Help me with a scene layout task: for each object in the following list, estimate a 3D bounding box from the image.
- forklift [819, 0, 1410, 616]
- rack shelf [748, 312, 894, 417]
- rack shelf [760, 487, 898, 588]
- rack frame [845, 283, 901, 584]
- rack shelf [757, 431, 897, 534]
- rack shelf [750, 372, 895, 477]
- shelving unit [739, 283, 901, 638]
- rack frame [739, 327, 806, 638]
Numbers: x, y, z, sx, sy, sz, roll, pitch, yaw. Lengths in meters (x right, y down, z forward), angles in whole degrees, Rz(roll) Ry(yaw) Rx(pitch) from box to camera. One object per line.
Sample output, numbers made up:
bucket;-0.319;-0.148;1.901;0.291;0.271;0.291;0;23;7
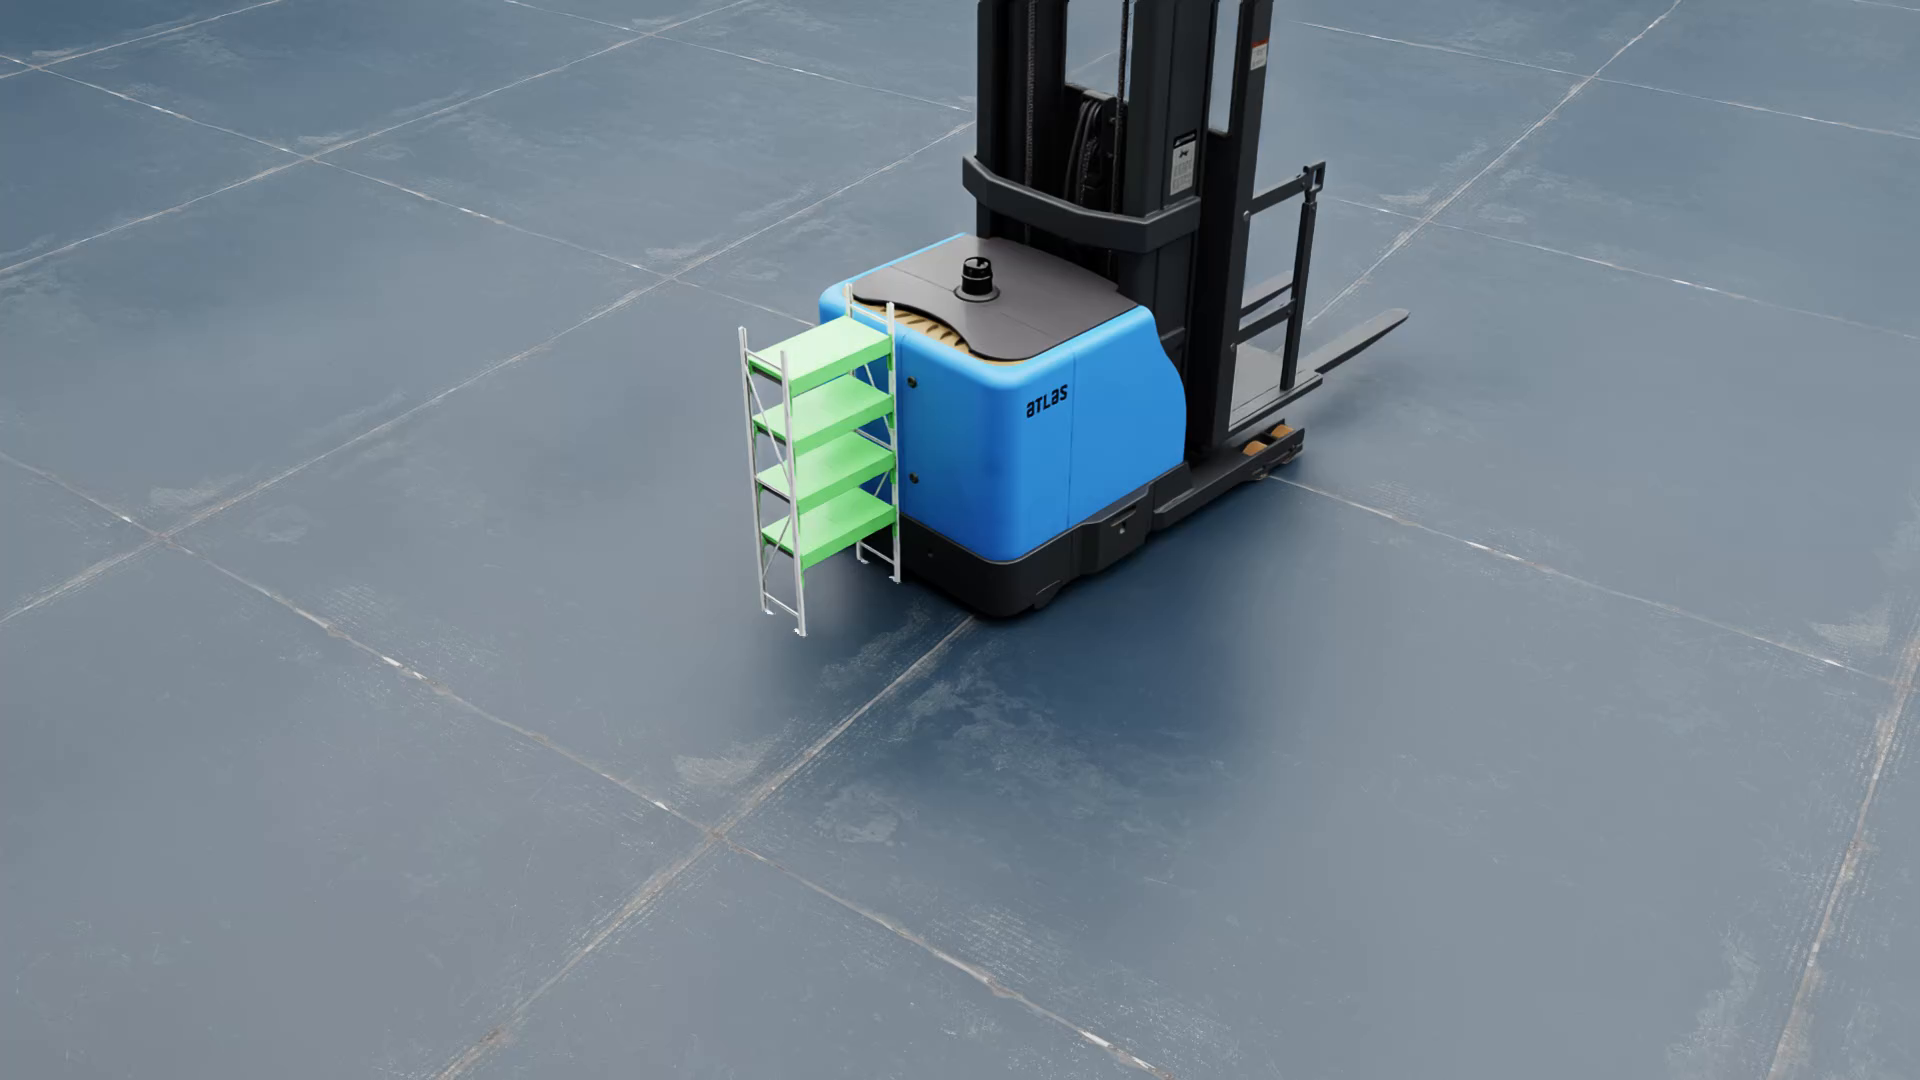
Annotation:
forklift;0.851;-1.652;6.577;1.130;2.935;3.031;29;44;36
rack shelf;-0.494;-0.623;5.858;0.258;0.148;0.480;29;44;36
rack shelf;-0.494;-0.027;6.261;0.258;0.148;0.480;29;44;36
rack frame;-0.322;-0.376;6.234;0.240;1.200;0.015;29;44;36
rack shelf;-0.494;-0.226;6.127;0.258;0.148;0.480;29;44;36
rack shelf;-0.494;-0.425;5.993;0.258;0.148;0.480;29;44;36
shelving unit;-0.494;-0.279;6.091;0.258;1.200;0.503;29;44;36
rack frame;-0.666;-0.182;5.948;0.240;1.200;0.015;29;44;36
